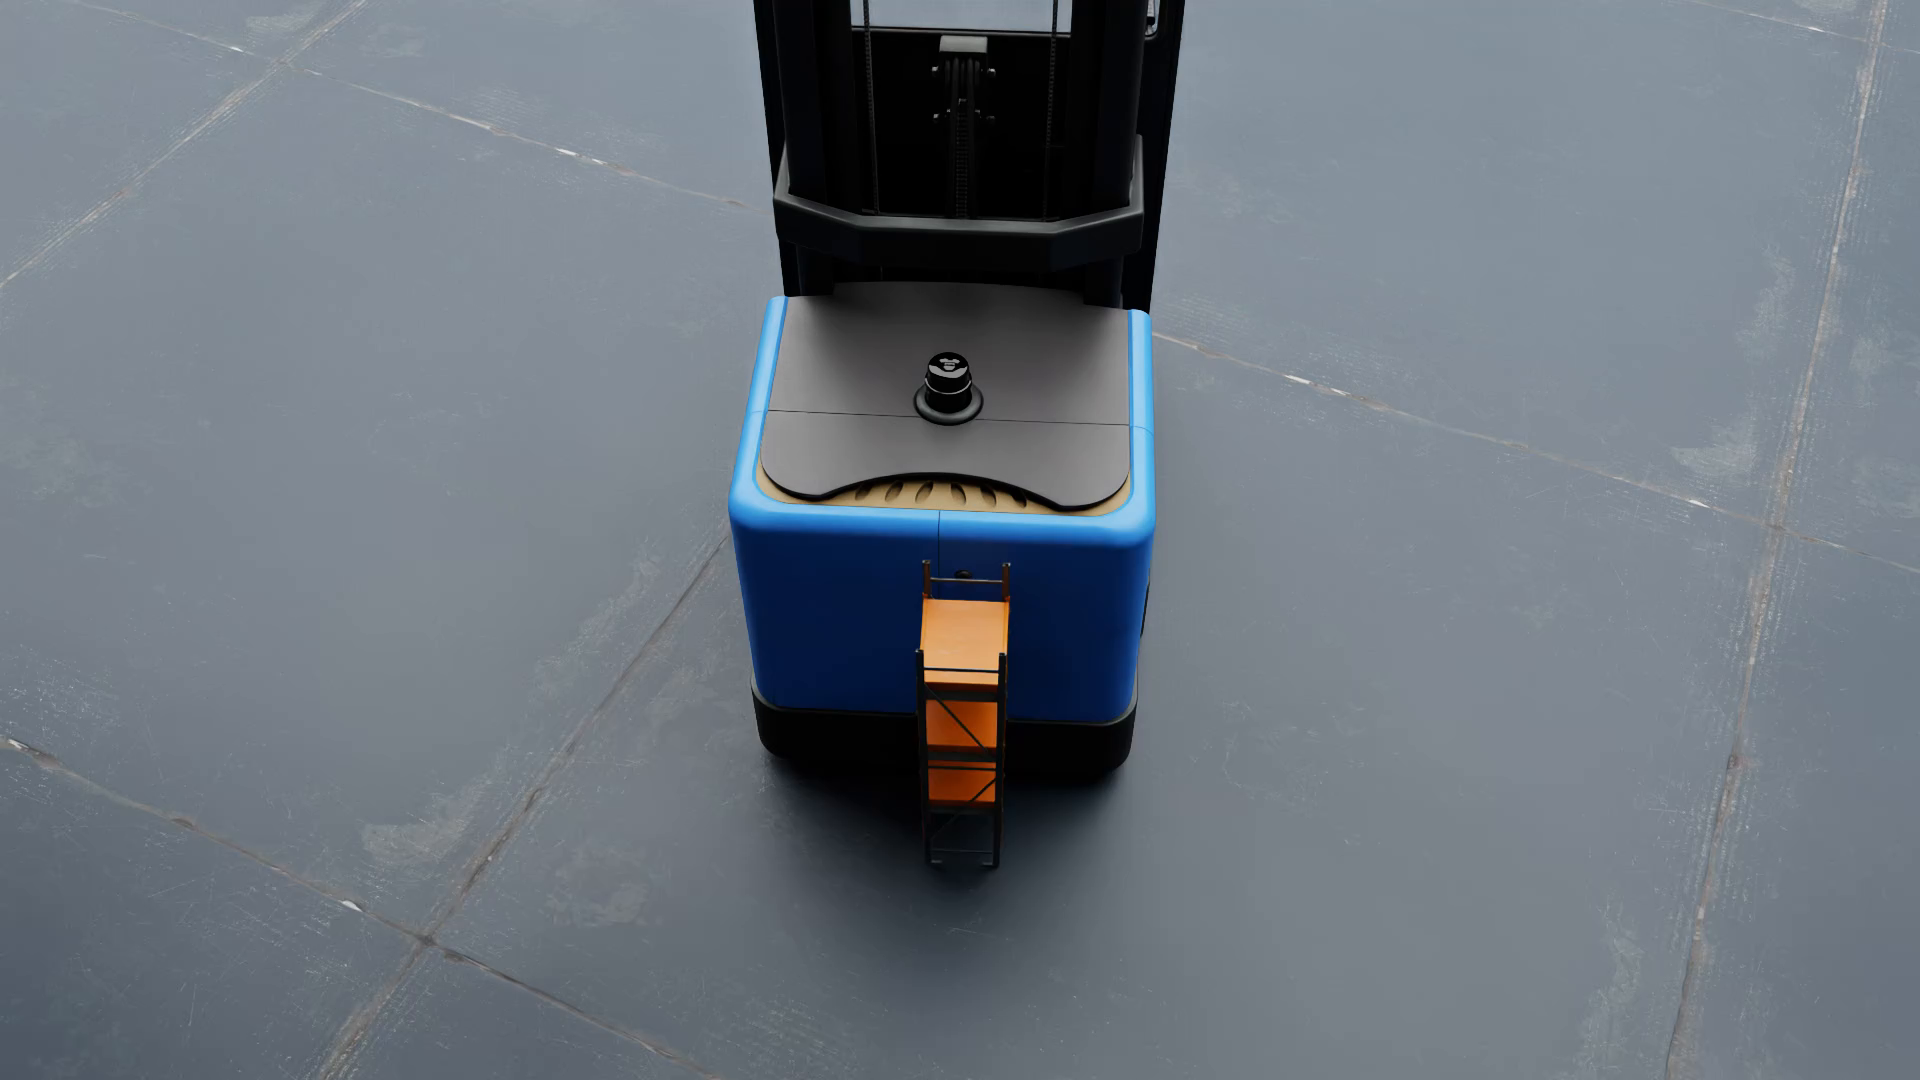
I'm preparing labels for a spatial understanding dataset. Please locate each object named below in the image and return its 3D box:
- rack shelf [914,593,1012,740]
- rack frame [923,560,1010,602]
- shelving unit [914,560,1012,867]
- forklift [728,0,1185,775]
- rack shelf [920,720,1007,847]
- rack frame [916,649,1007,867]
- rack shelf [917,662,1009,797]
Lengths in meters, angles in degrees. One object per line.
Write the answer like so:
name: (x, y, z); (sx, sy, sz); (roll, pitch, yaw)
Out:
rack shelf: (0.009, 0.301, 3.937); (0.215, 0.259, 0.240); (2, 53, 2)
rack frame: (0.016, 0.367, 4.229); (0.200, 1.050, 0.008); (2, 53, 2)
shelving unit: (0.010, 0.465, 4.156); (0.215, 1.050, 0.252); (2, 53, 2)
forklift: (0.036, -1.423, 4.536); (1.130, 2.935, 3.031); (2, 50, 2)
rack shelf: (0.011, 0.637, 4.387); (0.215, 0.259, 0.240); (2, 53, 2)
rack frame: (0.004, 0.562, 4.083); (0.200, 1.050, 0.008); (2, 53, 2)
rack shelf: (0.010, 0.471, 4.165); (0.215, 0.259, 0.240); (2, 53, 2)
